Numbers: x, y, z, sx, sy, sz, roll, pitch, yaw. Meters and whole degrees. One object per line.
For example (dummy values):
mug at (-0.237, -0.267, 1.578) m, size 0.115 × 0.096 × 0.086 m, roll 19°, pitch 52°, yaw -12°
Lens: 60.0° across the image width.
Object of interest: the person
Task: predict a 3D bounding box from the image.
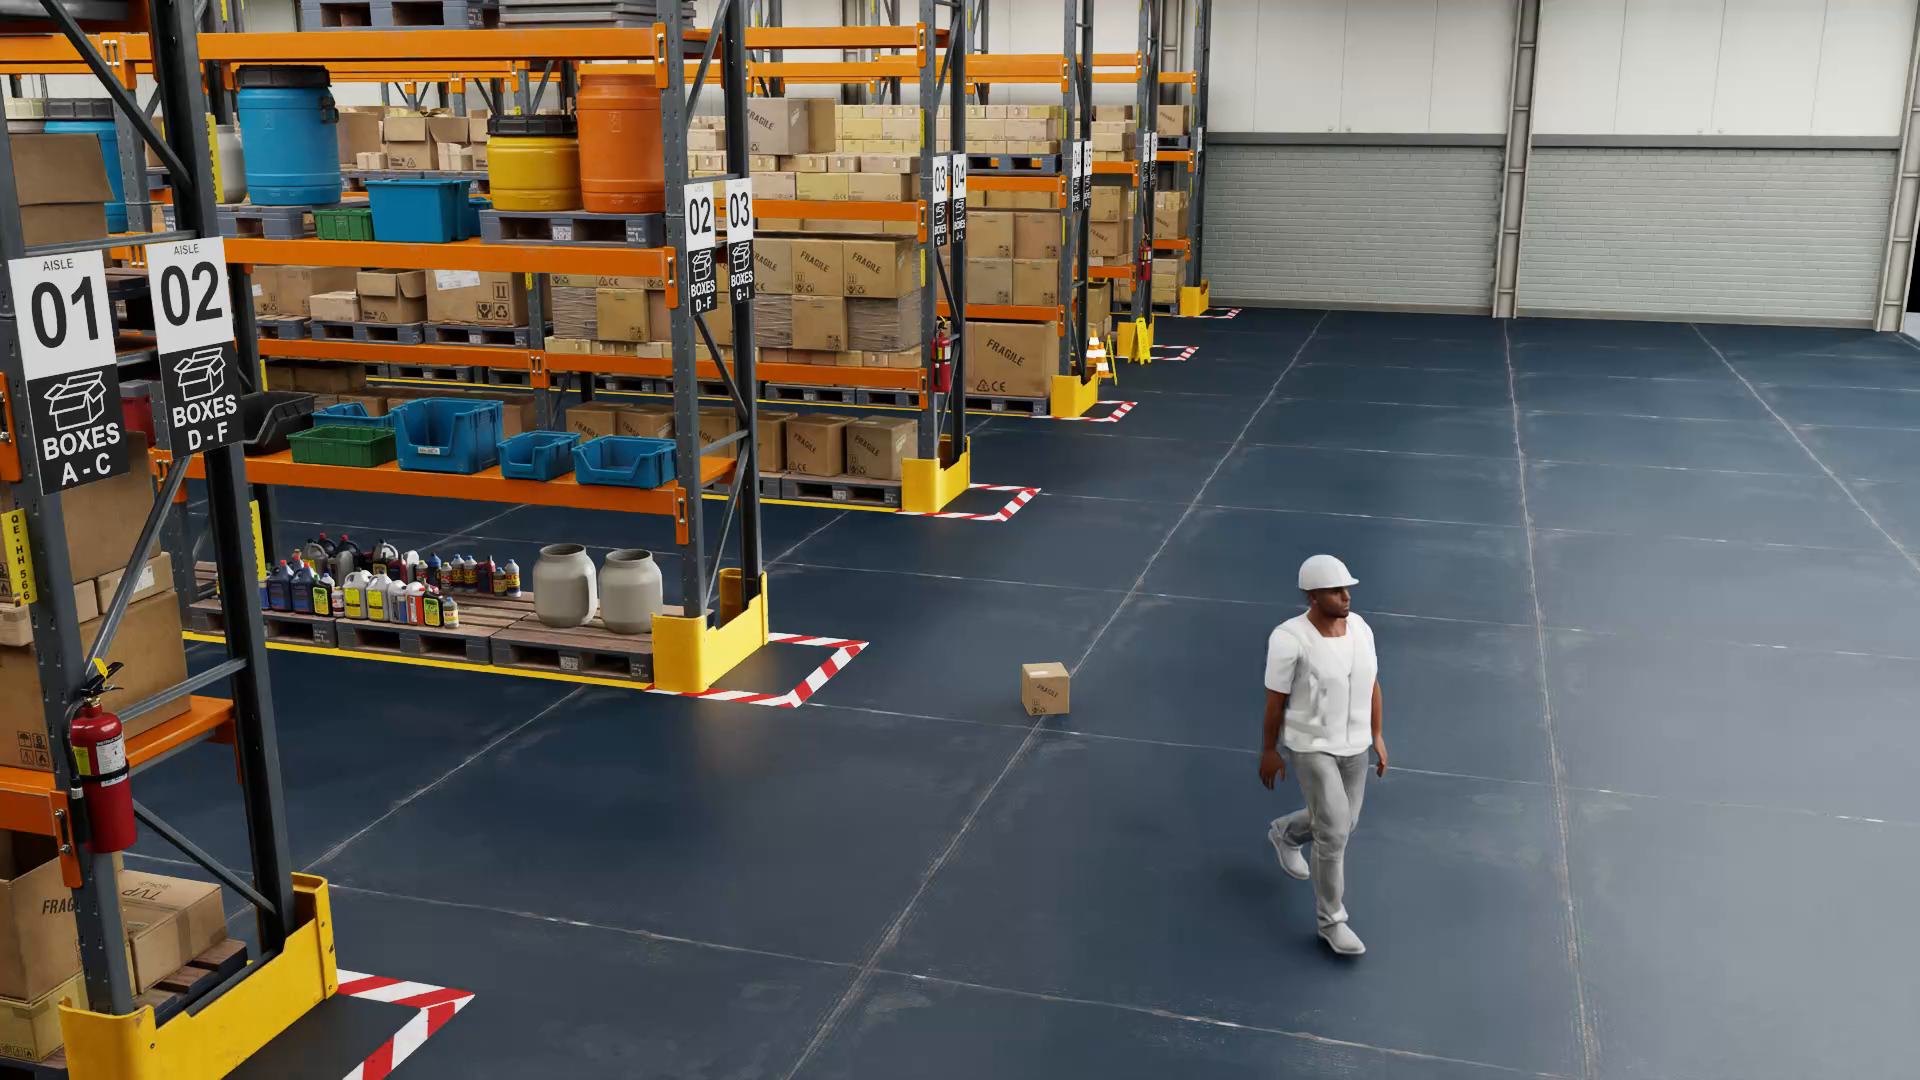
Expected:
person at (1.656, 0.913, 7.541) m, size 0.579 × 1.738 × 0.898 m, roll -7°, pitch 17°, yaw -26°
